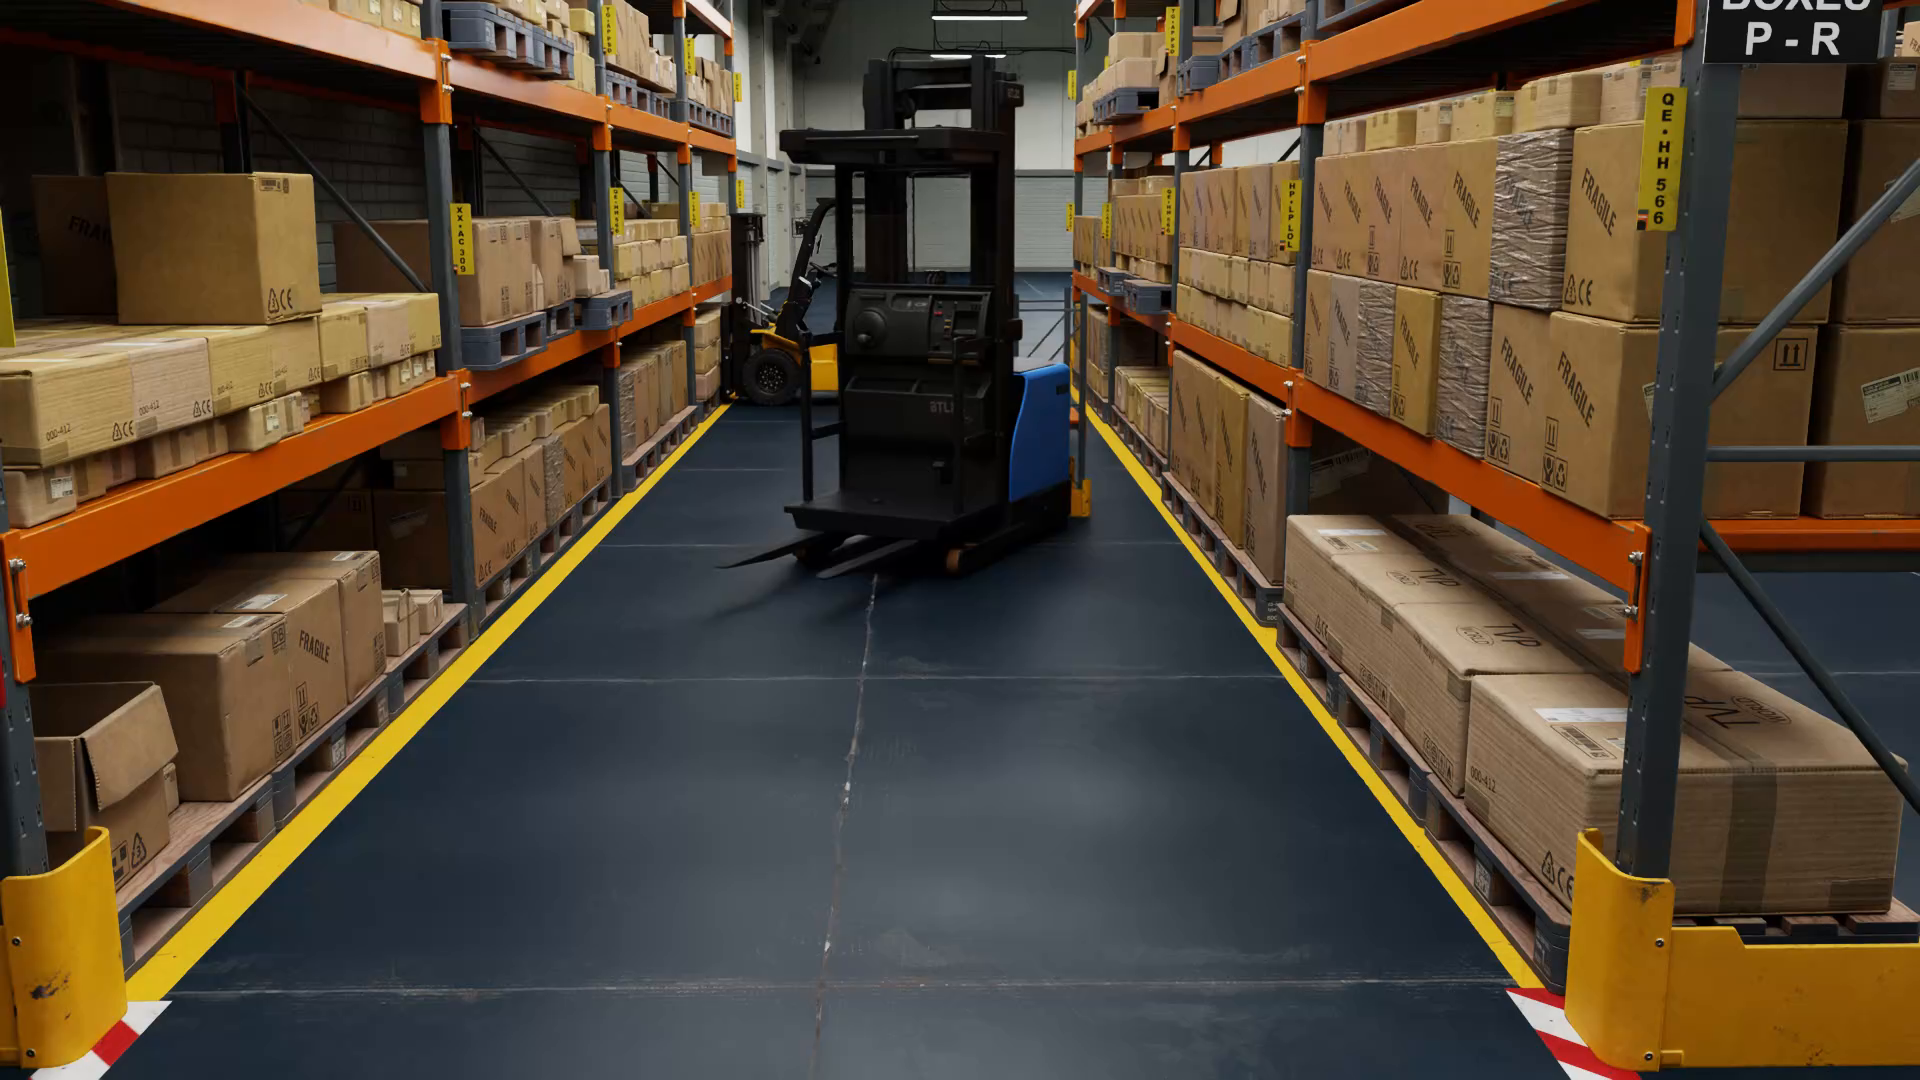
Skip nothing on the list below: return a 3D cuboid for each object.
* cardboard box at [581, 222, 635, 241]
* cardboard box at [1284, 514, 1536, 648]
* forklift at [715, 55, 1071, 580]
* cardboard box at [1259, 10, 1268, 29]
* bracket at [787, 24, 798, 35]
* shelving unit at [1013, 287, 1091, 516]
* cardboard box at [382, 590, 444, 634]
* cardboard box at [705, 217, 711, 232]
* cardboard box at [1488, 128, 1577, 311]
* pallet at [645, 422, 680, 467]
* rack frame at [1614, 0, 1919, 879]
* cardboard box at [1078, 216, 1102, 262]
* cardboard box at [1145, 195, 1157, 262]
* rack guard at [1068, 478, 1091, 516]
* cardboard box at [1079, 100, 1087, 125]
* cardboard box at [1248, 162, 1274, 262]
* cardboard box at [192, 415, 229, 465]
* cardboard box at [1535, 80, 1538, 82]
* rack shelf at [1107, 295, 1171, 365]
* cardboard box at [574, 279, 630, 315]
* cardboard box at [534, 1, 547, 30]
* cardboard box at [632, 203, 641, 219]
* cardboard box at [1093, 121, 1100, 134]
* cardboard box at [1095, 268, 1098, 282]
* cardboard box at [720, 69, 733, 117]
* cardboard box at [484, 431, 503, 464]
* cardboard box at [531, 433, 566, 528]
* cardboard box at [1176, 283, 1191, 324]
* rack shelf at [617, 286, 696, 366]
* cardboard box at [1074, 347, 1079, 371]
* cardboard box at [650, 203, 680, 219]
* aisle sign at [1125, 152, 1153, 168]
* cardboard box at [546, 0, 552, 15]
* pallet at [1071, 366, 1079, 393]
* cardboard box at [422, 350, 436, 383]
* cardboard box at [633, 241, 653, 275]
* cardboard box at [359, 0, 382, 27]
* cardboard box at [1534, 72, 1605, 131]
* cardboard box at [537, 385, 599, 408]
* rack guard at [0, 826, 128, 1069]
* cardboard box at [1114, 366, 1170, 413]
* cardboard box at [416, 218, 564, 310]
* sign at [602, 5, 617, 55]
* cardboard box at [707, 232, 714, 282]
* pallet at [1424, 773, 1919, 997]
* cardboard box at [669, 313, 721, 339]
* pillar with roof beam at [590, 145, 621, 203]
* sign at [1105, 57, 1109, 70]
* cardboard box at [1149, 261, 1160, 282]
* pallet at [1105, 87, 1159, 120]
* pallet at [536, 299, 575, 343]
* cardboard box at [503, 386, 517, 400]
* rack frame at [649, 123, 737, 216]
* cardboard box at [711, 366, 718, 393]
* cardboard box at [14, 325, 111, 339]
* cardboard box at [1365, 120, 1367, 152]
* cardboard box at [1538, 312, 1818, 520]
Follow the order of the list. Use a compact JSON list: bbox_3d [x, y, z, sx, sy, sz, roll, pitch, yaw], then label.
[{"bbox_3d":[-2.752,-2.407,12.997,0.380,0.149,0.250,0,11,-1],"label":"cardboard box"},{"bbox_3d":[2.002,0.179,7.520,0.875,0.438,0.875,0,11,-2],"label":"cardboard box"},{"bbox_3d":[-0.345,-1.323,9.708,1.130,2.935,3.031,5,13,25],"label":"forklift"},{"bbox_3d":[1.907,-2.933,9.457,0.380,0.166,0.250,1,11,4],"label":"cardboard box"},{"bbox_3d":[-4.134,-12.612,41.039,0.235,0.232,0.430,0,11,-1],"label":"bracket"},{"bbox_3d":[0.578,-1.003,11.730,0.587,1.500,1.083,0,11,-2],"label":"shelving unit"},{"bbox_3d":[-2.562,0.326,7.522,0.380,0.149,0.250,-1,11,-3],"label":"cardboard box"},{"bbox_3d":[-2.773,-3.251,17.156,0.380,0.149,0.250,-1,11,-3],"label":"cardboard box"},{"bbox_3d":[1.890,-0.938,4.874,0.500,0.500,0.500,0,11,-1],"label":"cardboard box"},{"bbox_3d":[-2.950,-0.809,14.016,1.003,0.211,1.213,0,11,-1],"label":"pallet"},{"bbox_3d":[2.178,-0.201,4.005,1.000,3.000,0.127,0,11,-1],"label":"rack frame"},{"bbox_3d":[1.594,-3.378,18.665,0.500,0.500,0.500,0,11,1],"label":"cardboard box"},{"bbox_3d":[1.704,-2.384,12.708,0.500,0.500,0.500,0,11,-2],"label":"cardboard box"},{"bbox_3d":[0.600,-0.291,11.366,0.587,0.250,0.087,0,11,-2],"label":"rack guard"},{"bbox_3d":[1.593,-4.722,18.377,0.500,0.250,0.500,0,11,-2],"label":"cardboard box"},{"bbox_3d":[1.818,-1.726,8.754,0.500,0.500,0.500,0,11,0],"label":"cardboard box"},{"bbox_3d":[-2.563,-0.329,5.267,0.380,0.149,0.250,0,11,0],"label":"cardboard box"},{"bbox_3d":[6.571,-4.921,18.047,0.500,0.250,0.500,0,11,-2],"label":"cardboard box"},{"bbox_3d":[1.972,-1.836,13.874,1.077,0.370,4.000,0,11,-1],"label":"rack shelf"},{"bbox_3d":[-2.714,-1.786,12.194,0.500,0.250,0.500,0,11,-1],"label":"cardboard box"},{"bbox_3d":[-2.533,-2.943,9.301,0.380,0.149,0.250,0,11,0],"label":"cardboard box"},{"bbox_3d":[-3.304,-3.190,16.108,0.380,0.149,0.250,-1,11,-3],"label":"cardboard box"},{"bbox_3d":[1.607,-4.352,17.554,0.380,0.149,0.250,-1,11,-3],"label":"cardboard box"},{"bbox_3d":[1.595,-2.728,17.092,0.380,0.149,0.250,0,11,-2],"label":"cardboard box"},{"bbox_3d":[-2.862,-5.047,18.789,0.500,0.500,0.500,0,11,1],"label":"cardboard box"},{"bbox_3d":[-2.727,-0.506,9.108,0.380,0.149,0.250,0,11,-2],"label":"cardboard box"},{"bbox_3d":[-2.683,-0.361,10.024,0.500,0.500,0.500,-1,11,-3],"label":"cardboard box"},{"bbox_3d":[1.772,-1.619,11.374,0.500,0.250,0.500,0,11,-2],"label":"cardboard box"},{"bbox_3d":[-2.991,-1.815,13.770,1.077,0.370,4.000,0,11,-1],"label":"rack shelf"},{"bbox_3d":[1.588,-2.078,19.117,0.500,0.250,0.500,0,11,-2],"label":"cardboard box"},{"bbox_3d":[-2.742,-3.142,15.873,0.380,0.149,0.250,0,11,0],"label":"cardboard box"},{"bbox_3d":[2.137,-4.669,19.490,0.394,0.787,0.004,0,11,-1],"label":"aisle sign"},{"bbox_3d":[-2.620,-3.183,9.784,0.380,0.149,0.250,0,11,-1],"label":"cardboard box"},{"bbox_3d":[1.831,-1.838,19.088,1.003,0.211,1.213,0,11,-1],"label":"pallet"},{"bbox_3d":[-2.608,-0.789,7.537,0.380,0.149,0.250,0,11,0],"label":"cardboard box"},{"bbox_3d":[-2.716,-2.234,13.148,0.500,0.250,0.500,-1,11,-3],"label":"cardboard box"},{"bbox_3d":[-2.565,-2.149,6.697,0.380,0.149,0.250,0,11,1],"label":"cardboard box"},{"bbox_3d":[1.852,-1.230,4.678,0.380,0.149,0.250,0,11,-2],"label":"cardboard box"},{"bbox_3d":[-2.686,-0.971,11.403,0.380,0.149,0.250,-1,11,-4],"label":"cardboard box"},{"bbox_3d":[-2.786,1.030,4.223,1.175,0.500,0.348,0,11,-1],"label":"rack guard"},{"bbox_3d":[1.944,-1.400,15.468,0.950,0.372,0.625,0,11,0],"label":"cardboard box"},{"bbox_3d":[-2.680,-1.586,9.523,0.700,0.500,0.500,0,11,-1],"label":"cardboard box"},{"bbox_3d":[-2.407,-3.495,11.398,0.100,0.325,0.005,0,11,-1],"label":"sign"},{"bbox_3d":[-2.819,-2.907,17.095,0.500,0.500,0.500,0,11,-2],"label":"cardboard box"},{"bbox_3d":[2.084,1.007,5.064,1.003,0.211,1.213,0,11,-1],"label":"pallet"},{"bbox_3d":[-2.751,-2.211,17.259,0.500,0.250,0.500,0,11,1],"label":"cardboard box"},{"bbox_3d":[0.303,-6.176,18.368,9.100,9.000,0.400,0,11,-1],"label":"pillar with roof beam"},{"bbox_3d":[1.388,-4.306,15.394,0.100,0.325,0.005,0,11,-1],"label":"sign"},{"bbox_3d":[1.643,-2.041,12.650,0.380,0.149,0.250,0,11,-2],"label":"cardboard box"},{"bbox_3d":[1.861,-3.635,13.860,1.213,0.211,1.003,0,11,-1],"label":"pallet"},{"bbox_3d":[-2.905,-1.289,9.853,1.003,0.211,1.213,0,11,-1],"label":"pallet"},{"bbox_3d":[-3.250,-0.964,11.364,0.380,0.149,0.250,0,11,2],"label":"cardboard box"},{"bbox_3d":[-3.115,-3.360,19.578,1.000,3.000,0.127,0,11,-1],"label":"rack frame"},{"bbox_3d":[-2.737,-1.622,16.868,0.500,0.250,0.500,0,11,-2],"label":"cardboard box"},{"bbox_3d":[-3.074,-0.543,5.322,0.500,0.250,0.500,0,11,1],"label":"cardboard box"},{"bbox_3d":[1.912,-1.688,6.935,0.380,0.149,0.250,0,11,-2],"label":"cardboard box"},{"bbox_3d":[1.904,-0.345,4.462,0.500,0.500,0.500,0,11,-1],"label":"cardboard box"}]
